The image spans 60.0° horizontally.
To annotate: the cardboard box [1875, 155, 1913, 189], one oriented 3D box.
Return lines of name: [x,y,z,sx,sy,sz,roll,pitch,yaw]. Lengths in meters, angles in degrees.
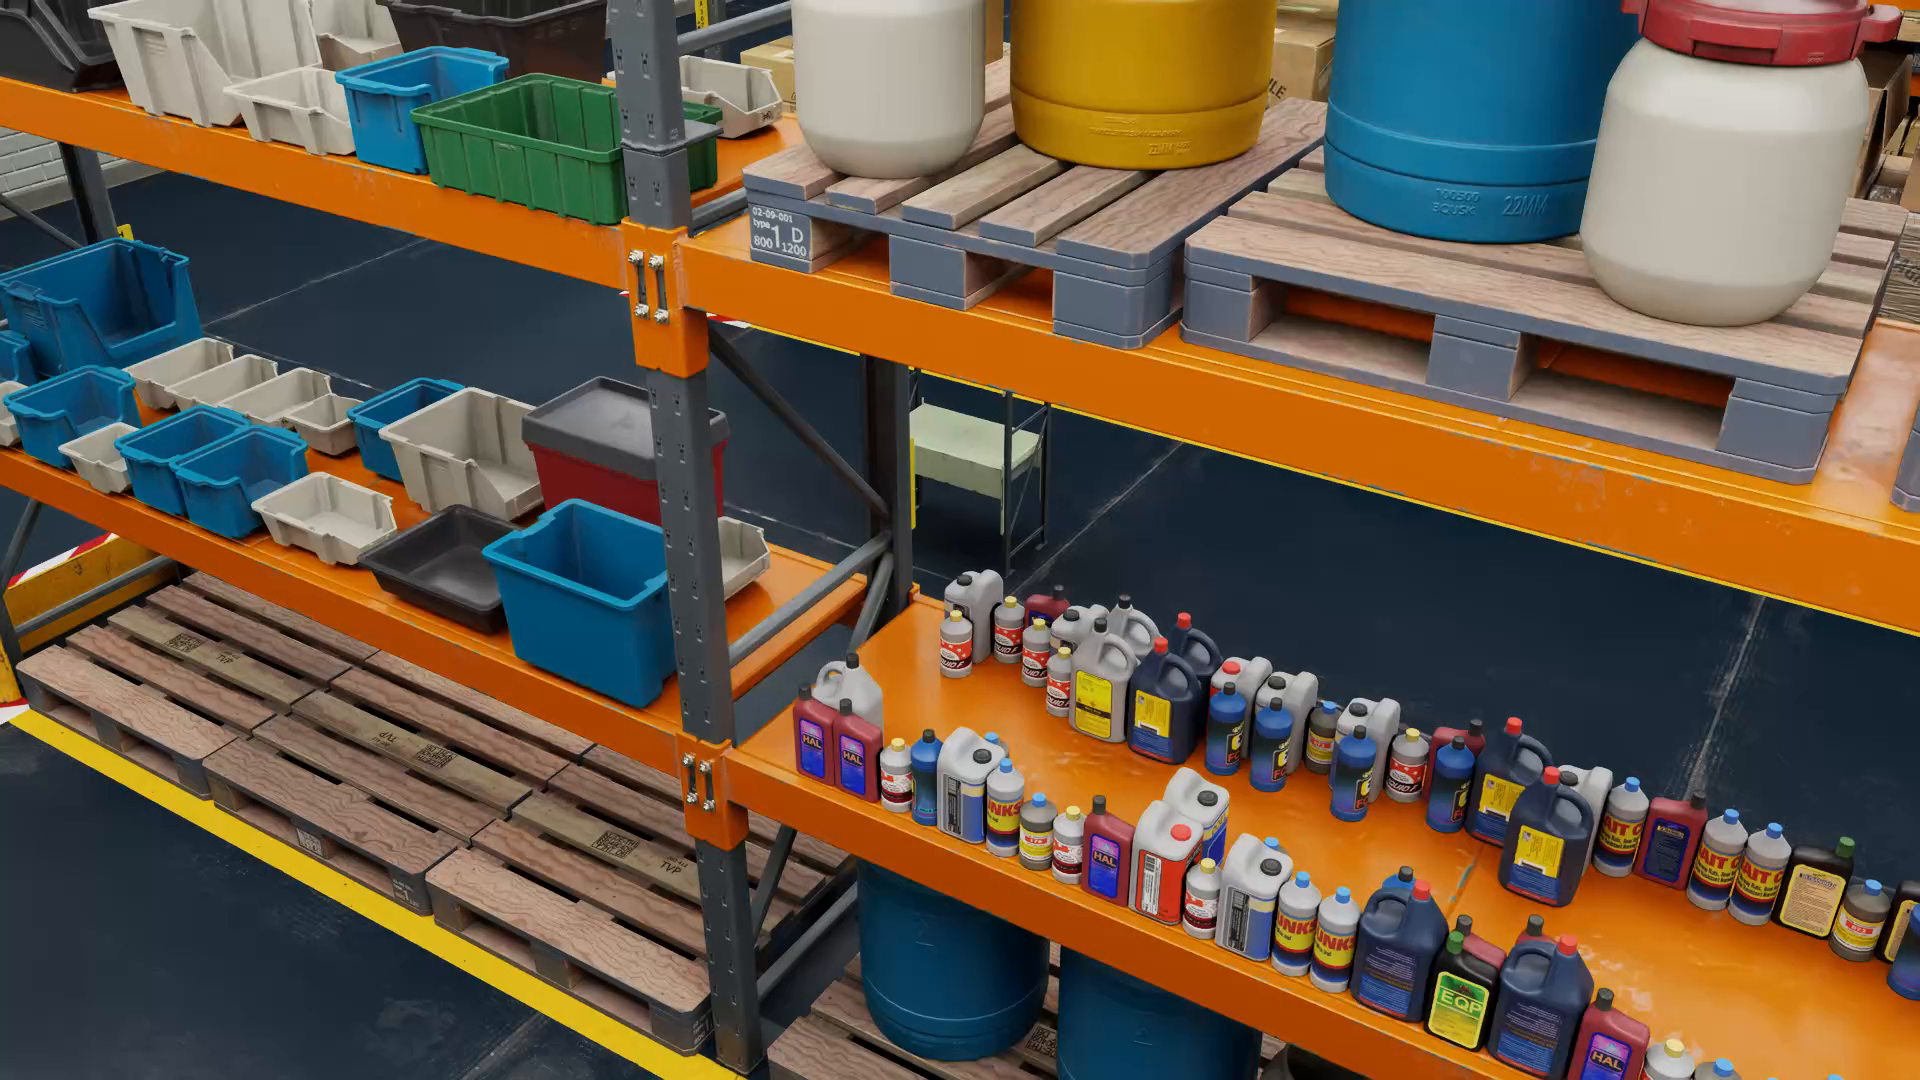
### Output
cardboard box: [4.413,-1.413,7.596,0.500,0.500,0.500,17,34,26]

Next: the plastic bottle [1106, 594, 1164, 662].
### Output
plastic bottle: [0.485,0.320,4.775,0.185,0.351,0.144,18,35,27]

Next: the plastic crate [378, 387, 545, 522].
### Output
plastic crate: [-1.663,-0.271,5.795,0.530,0.282,0.437,18,35,27]

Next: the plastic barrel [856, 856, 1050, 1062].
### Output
plastic barrel: [-0.015,1.070,5.105,0.708,0.901,0.600,18,35,27]

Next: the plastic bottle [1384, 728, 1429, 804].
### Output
plastic bottle: [1.198,0.596,4.449,0.097,0.201,0.097,0,30,0]

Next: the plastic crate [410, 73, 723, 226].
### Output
plastic crate: [-0.987,-0.997,4.216,0.662,0.188,0.450,18,35,27]

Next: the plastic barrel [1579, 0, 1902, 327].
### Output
plastic barrel: [1.339,-0.683,2.916,0.433,0.535,0.433,0,30,0]

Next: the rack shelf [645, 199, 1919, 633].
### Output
rack shelf: [1.227,-0.257,3.452,4.000,0.370,1.077,18,35,27]

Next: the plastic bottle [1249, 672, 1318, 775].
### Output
plastic bottle: [0.889,0.482,4.570,0.135,0.276,0.152,18,35,27]

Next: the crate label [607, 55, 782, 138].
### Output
crate label: [-0.728,-1.245,4.691,0.466,0.136,0.293,18,35,27]

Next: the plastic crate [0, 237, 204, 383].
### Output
plastic crate: [-3.472,-0.911,6.740,0.499,0.435,0.616,18,35,27]

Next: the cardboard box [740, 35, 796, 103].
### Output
cardboard box: [-0.959,-2.814,9.950,0.500,0.250,0.500,17,34,26]

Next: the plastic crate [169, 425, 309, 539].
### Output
plastic crate: [-2.452,-0.194,5.712,0.300,0.233,0.416,18,35,27]

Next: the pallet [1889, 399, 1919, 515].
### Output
pallet: [2.325,-0.198,2.823,1.213,0.211,1.003,18,35,27]

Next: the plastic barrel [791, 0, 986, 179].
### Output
plastic barrel: [-0.155,-1.096,3.624,0.433,0.535,0.433,0,30,0]

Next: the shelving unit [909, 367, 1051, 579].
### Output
shelving unit: [0.006,-0.646,7.869,0.755,1.500,0.431,18,35,27]

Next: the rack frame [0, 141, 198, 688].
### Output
rack frame: [-3.855,-0.880,6.782,0.127,3.000,1.000,18,35,27]

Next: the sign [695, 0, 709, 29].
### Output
sign: [-1.522,-3.167,9.764,0.005,0.325,0.100,18,35,27]

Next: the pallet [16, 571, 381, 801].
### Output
pallet: [-3.177,0.562,7.077,1.213,0.211,1.003,18,35,27]

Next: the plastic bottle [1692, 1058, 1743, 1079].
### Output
plastic bottle: [1.573,1.166,3.472,0.097,0.201,0.097,0,30,0]

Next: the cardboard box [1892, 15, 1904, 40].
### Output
cardboard box: [6.086,-3.436,10.995,0.250,0.149,0.380,17,34,26]

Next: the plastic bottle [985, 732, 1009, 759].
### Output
plastic bottle: [0.083,0.604,4.435,0.097,0.201,0.097,0,30,0]

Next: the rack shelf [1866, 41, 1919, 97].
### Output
rack shelf: [6.582,-3.166,11.413,4.000,0.370,1.077,18,35,27]

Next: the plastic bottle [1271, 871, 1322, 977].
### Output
plastic bottle: [0.787,0.887,3.881,0.097,0.271,0.097,0,30,0]

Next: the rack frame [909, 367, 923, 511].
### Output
rack frame: [-0.304,-0.744,8.037,0.023,1.500,0.400,18,35,27]

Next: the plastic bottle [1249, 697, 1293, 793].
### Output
plastic bottle: [0.839,0.542,4.472,0.097,0.271,0.097,0,30,0]

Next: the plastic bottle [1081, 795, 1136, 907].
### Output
plastic bottle: [0.369,0.760,4.086,0.133,0.283,0.061,18,35,27]

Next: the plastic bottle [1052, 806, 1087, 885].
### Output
plastic bottle: [0.281,0.757,4.173,0.097,0.201,0.097,0,30,0]

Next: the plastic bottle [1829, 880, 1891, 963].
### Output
plastic bottle: [2.138,0.893,3.940,0.097,0.201,0.097,0,30,0]

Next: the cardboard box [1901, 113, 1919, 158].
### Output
cardboard box: [6.702,-2.711,11.240,0.500,0.250,0.500,18,35,28]

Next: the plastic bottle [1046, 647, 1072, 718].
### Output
plastic bottle: [0.297,0.401,4.783,0.097,0.201,0.097,0,30,0]

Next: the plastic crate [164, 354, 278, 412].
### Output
plastic crate: [-2.830,-0.567,6.447,0.243,0.136,0.396,18,35,27]

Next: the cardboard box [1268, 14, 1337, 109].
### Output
cardboard box: [1.634,-2.319,8.358,0.500,0.500,0.500,19,35,29]

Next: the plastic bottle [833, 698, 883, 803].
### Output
plastic bottle: [-0.270,0.558,4.432,0.133,0.283,0.061,18,35,27]

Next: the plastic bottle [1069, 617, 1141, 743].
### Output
plastic bottle: [0.409,0.381,4.669,0.185,0.351,0.144,18,35,27]

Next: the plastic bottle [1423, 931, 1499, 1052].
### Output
plastic bottle: [1.114,0.996,3.682,0.133,0.283,0.061,18,35,27]

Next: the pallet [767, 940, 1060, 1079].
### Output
pallet: [0.164,1.621,5.263,1.213,0.211,1.003,18,35,27]

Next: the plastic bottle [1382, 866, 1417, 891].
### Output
plastic bottle: [1.028,0.877,3.897,0.097,0.271,0.097,0,30,0]

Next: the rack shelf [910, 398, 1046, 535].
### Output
rack shelf: [0.006,-0.364,8.033,0.720,0.370,0.431,18,35,27]

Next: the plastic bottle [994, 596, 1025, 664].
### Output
plastic bottle: [0.151,0.264,5.017,0.097,0.201,0.097,0,30,0]

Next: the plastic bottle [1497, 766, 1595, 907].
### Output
plastic bottle: [1.451,0.716,4.096,0.185,0.351,0.144,18,35,27]

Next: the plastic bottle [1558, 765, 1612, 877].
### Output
plastic bottle: [1.551,0.691,4.211,0.135,0.276,0.152,18,35,27]

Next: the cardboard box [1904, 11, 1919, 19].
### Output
cardboard box: [6.303,-3.494,10.799,0.250,0.149,0.380,17,34,26]

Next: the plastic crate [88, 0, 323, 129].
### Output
plastic crate: [-2.142,-1.399,4.812,0.530,0.282,0.437,18,35,27]

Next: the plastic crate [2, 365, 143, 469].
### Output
plastic crate: [-3.263,-0.451,6.152,0.300,0.233,0.416,18,35,27]

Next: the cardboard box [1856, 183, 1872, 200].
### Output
cardboard box: [3.713,-1.331,7.455,0.500,0.500,0.500,18,35,28]

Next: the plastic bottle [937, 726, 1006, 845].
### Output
plastic bottle: [0.032,0.630,4.317,0.135,0.276,0.152,18,35,27]

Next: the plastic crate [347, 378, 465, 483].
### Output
plastic crate: [-1.979,-0.393,6.053,0.300,0.233,0.416,18,35,27]

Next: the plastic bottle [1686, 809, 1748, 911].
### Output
plastic bottle: [1.860,0.775,4.073,0.097,0.271,0.097,0,30,0]
